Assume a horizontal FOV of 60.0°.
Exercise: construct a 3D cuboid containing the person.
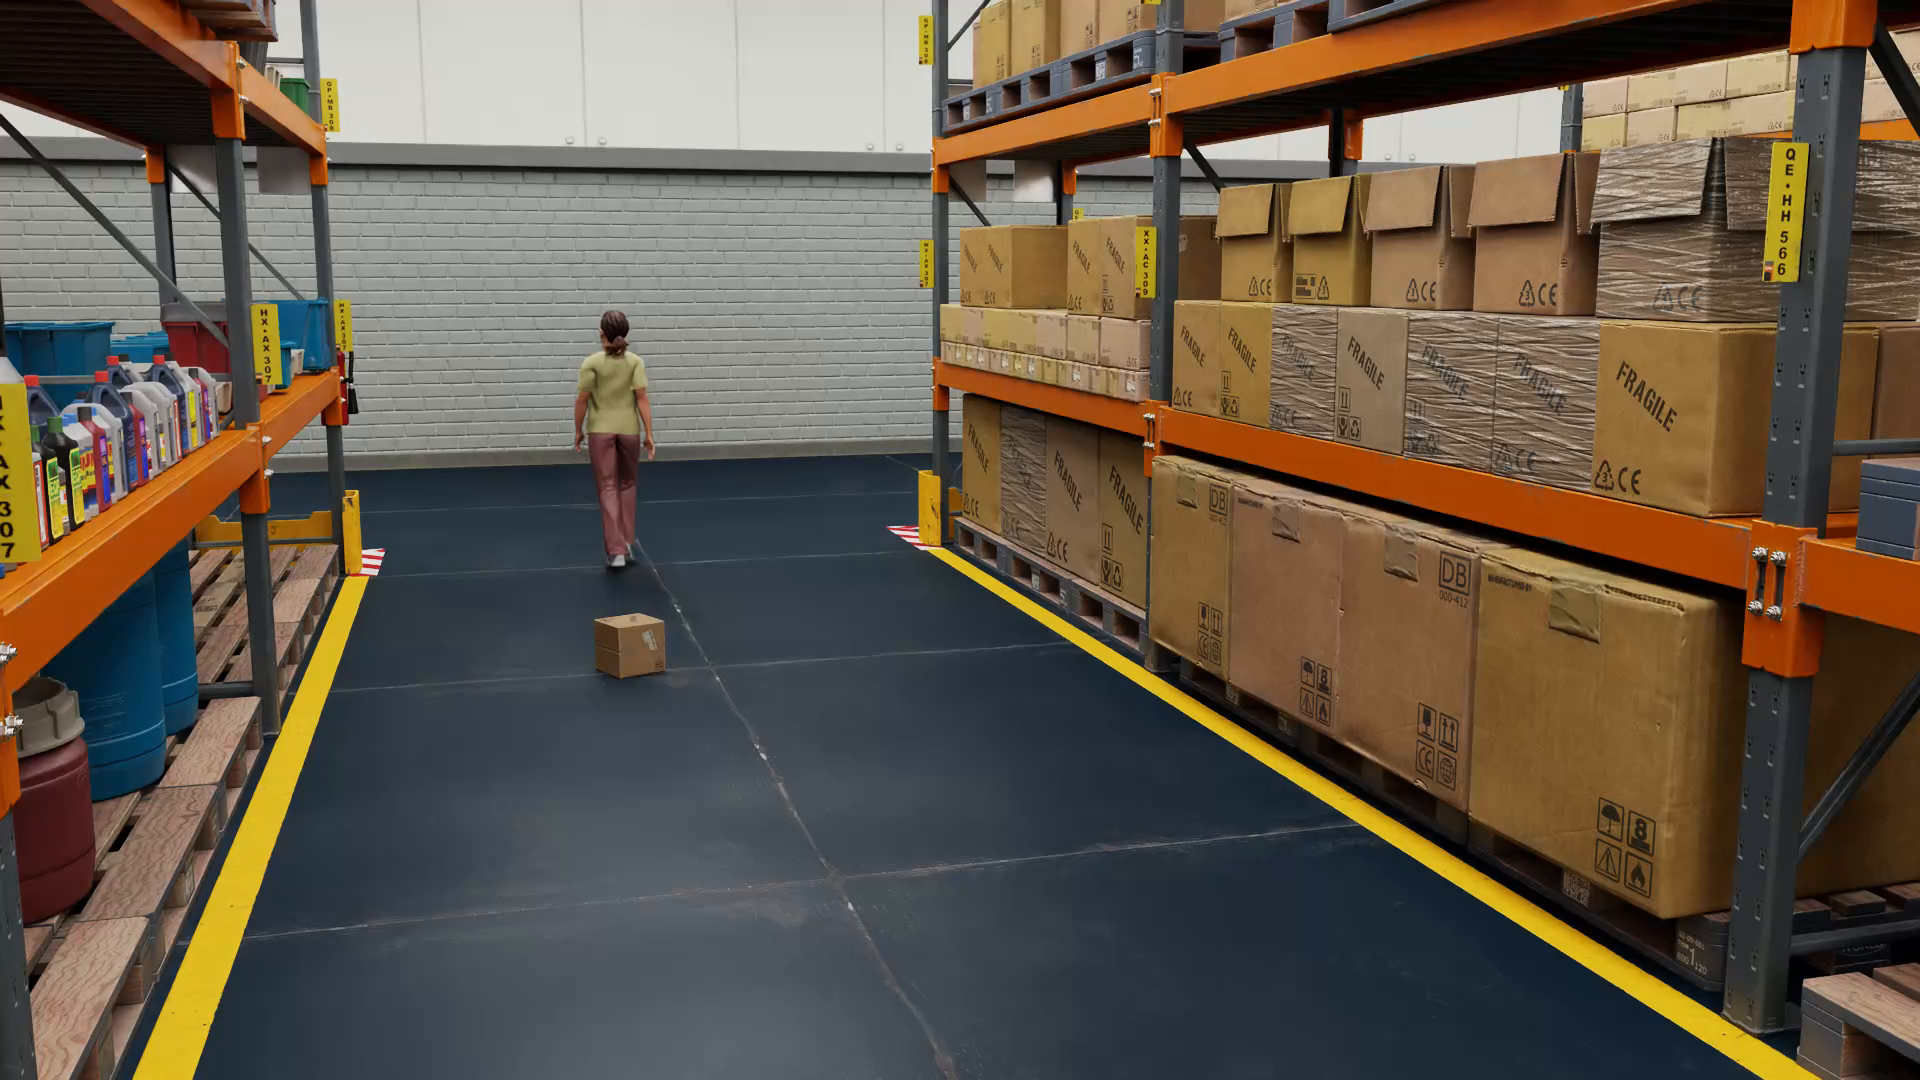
[{"bbox_3d":[-2.284,-0.643,10.895,0.478,1.712,0.674,-4,10,-23],"label":"person"}]
